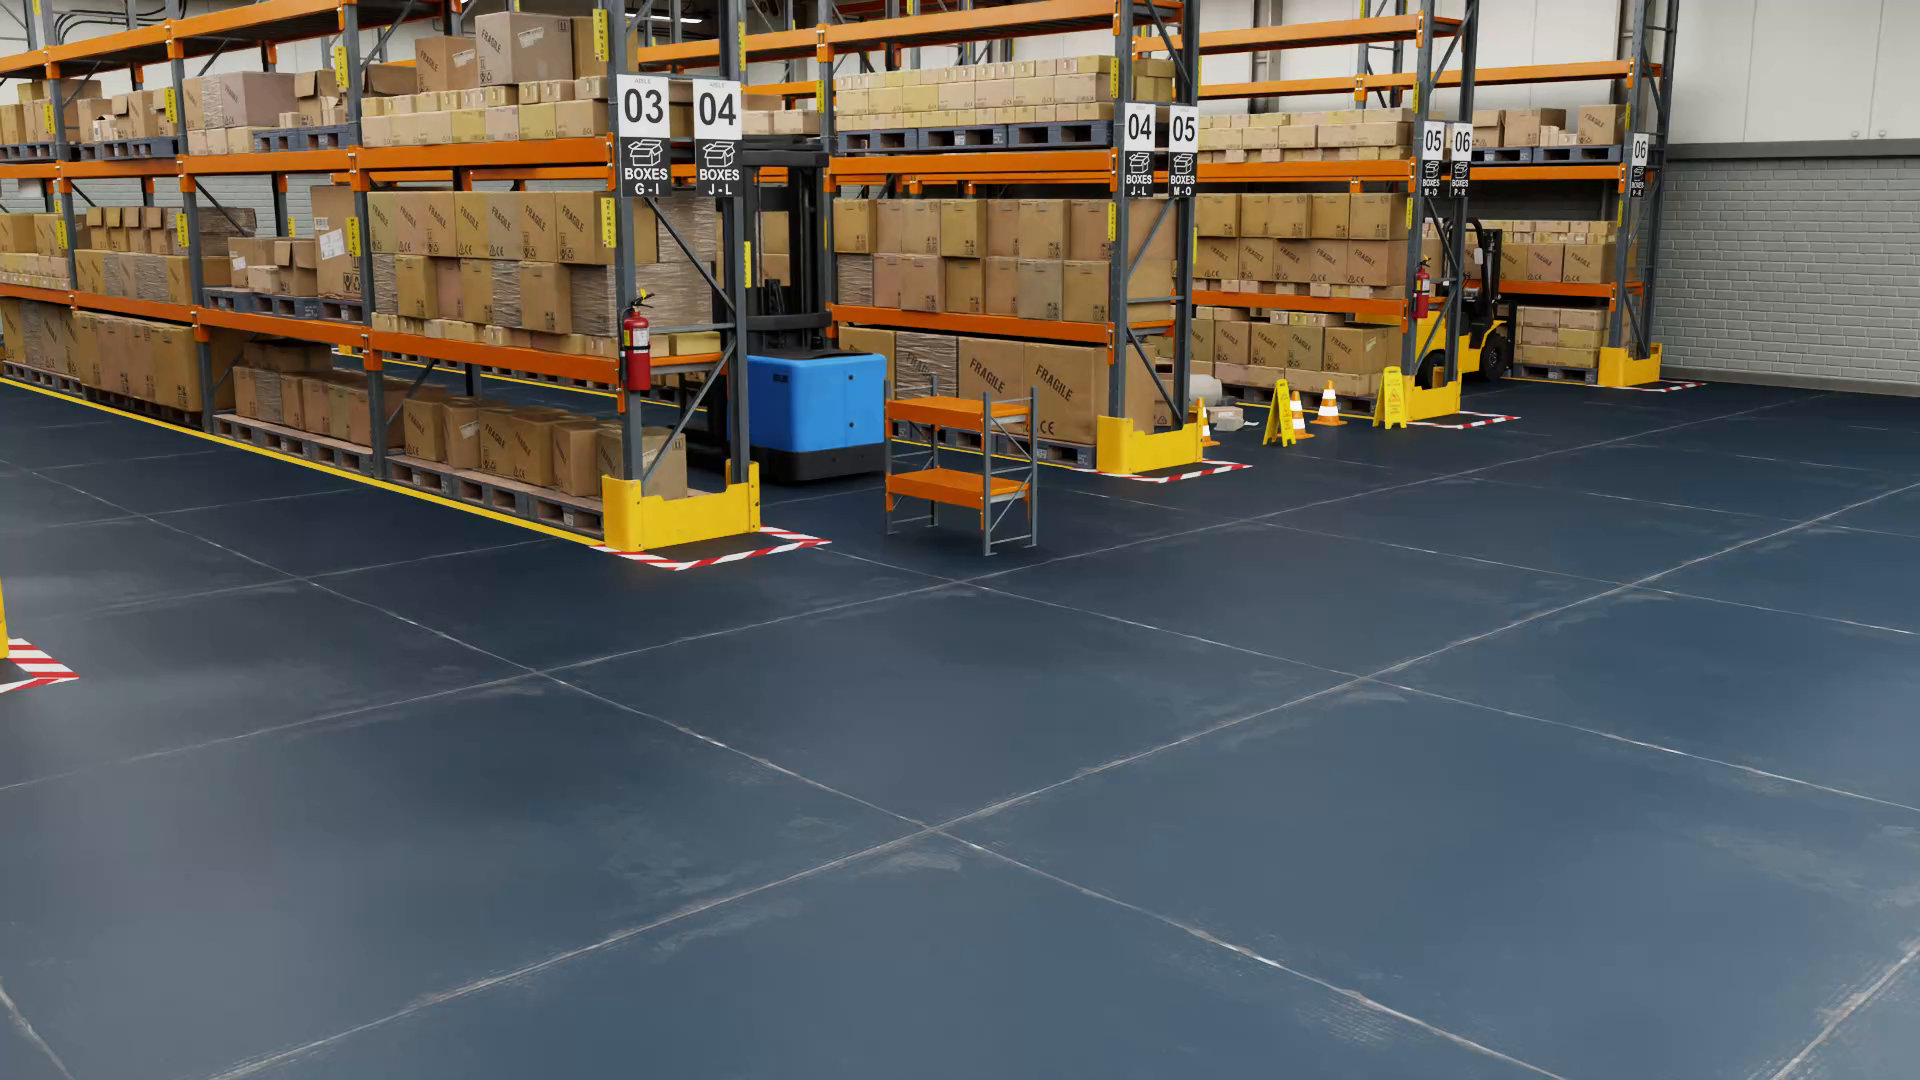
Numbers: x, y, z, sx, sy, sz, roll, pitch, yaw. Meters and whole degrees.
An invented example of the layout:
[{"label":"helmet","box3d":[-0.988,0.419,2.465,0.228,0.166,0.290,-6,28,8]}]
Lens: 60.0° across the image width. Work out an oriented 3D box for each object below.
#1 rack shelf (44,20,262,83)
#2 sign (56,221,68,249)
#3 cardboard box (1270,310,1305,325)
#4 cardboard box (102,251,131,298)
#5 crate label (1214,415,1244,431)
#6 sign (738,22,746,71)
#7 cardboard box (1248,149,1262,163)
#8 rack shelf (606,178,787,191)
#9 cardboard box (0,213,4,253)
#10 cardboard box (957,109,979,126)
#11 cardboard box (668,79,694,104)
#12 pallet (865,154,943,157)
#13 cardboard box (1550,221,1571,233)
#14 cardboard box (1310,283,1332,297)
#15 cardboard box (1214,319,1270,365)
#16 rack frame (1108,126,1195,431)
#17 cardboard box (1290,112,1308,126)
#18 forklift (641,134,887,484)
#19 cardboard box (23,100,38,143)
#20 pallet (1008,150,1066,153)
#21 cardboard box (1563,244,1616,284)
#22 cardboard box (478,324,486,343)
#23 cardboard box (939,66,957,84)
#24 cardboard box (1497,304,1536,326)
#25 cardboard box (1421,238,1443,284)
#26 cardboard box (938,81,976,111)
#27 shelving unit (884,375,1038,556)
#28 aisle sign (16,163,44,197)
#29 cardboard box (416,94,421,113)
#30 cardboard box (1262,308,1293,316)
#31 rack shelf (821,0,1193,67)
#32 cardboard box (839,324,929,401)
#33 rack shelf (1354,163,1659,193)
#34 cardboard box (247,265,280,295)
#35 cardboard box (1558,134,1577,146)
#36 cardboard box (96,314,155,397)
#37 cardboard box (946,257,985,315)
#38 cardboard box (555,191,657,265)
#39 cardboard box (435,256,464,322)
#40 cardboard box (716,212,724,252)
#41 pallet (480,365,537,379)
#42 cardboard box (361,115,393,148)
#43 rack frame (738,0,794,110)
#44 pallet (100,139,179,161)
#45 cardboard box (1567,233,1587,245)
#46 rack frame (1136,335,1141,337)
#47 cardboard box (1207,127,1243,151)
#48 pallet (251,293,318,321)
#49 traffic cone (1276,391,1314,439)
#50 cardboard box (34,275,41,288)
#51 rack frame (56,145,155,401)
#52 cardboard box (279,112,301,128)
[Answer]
[{"label":"rack shelf","box3d":[-8.840,-5.324,18.226,1.077,0.370,4.000,-11,16,-43]},{"label":"sign","box3d":[-10.622,-3.611,19.663,0.100,0.325,0.005,-11,16,-43]},{"label":"cardboard box","box3d":[3.837,-2.600,19.405,0.380,0.149,0.250,-10,15,-40]},{"label":"cardboard box","box3d":[-9.391,-3.026,18.920,0.500,0.500,0.500,11,16,44]},{"label":"crate label","box3d":[2.847,-1.238,17.582,0.298,0.136,0.250,3,12,16]},{"label":"sign","box3d":[-1.542,-3.447,11.611,0.100,0.325,0.005,-11,16,-43]},{"label":"cardboard box","box3d":[3.575,-4.480,19.412,0.380,0.149,0.250,-11,16,-42]},{"label":"rack shelf","box3d":[-4.435,-6.015,28.024,1.077,0.370,4.000,-11,16,-43]},{"label":"cardboard box","box3d":[-12.502,-4.068,22.001,0.500,0.500,0.500,11,16,44]},{"label":"cardboard box","box3d":[0.195,-3.976,15.675,0.380,0.149,0.250,-11,16,-42]},{"label":"cardboard box","box3d":[-1.957,-3.138,11.658,0.380,0.149,0.250,-11,16,-43]},{"label":"pallet","box3d":[-0.775,-5.486,24.141,1.213,0.211,1.003,-10,15,-40]},{"label":"cardboard box","box3d":[8.028,-4.149,22.024,0.380,0.149,0.250,-10,16,-41]},{"label":"cardboard box","box3d":[4.204,-2.852,18.945,0.380,0.149,0.250,-11,16,-42]},{"label":"cardboard box","box3d":[3.418,-2.389,19.990,0.500,0.500,0.500,-10,15,-40]},{"label":"rack frame","box3d":[1.723,-2.151,14.918,1.000,3.000,0.127,-11,16,-43]},{"label":"cardboard box","box3d":[3.983,-4.801,18.992,0.250,0.149,0.380,11,16,44]},{"label":"forklift","box3d":[-1.976,-2.151,15.090,1.130,2.935,3.031,-10,15,-41]},{"label":"cardboard box","box3d":[-11.173,-5.183,20.667,0.700,0.500,0.500,-10,15,-40]},{"label":"pallet","box3d":[1.403,-5.072,22.129,1.213,0.211,1.003,-11,16,-43]},{"label":"cardboard box","box3d":[8.291,-3.632,21.858,0.500,0.500,0.500,-11,16,-44]},{"label":"cardboard box","box3d":[-3.515,-1.615,12.938,0.380,0.149,0.250,-11,16,-43]},{"label":"cardboard box","box3d":[0.017,-4.403,15.775,0.380,0.149,0.250,-11,16,-43]},{"label":"cardboard box","box3d":[7.564,-3.066,22.655,0.500,0.250,0.500,-11,16,-42]},{"label":"cardboard box","box3d":[5.107,-3.158,18.820,0.500,0.500,0.500,-11,16,-43]},{"label":"cardboard box","box3d":[0.144,-4.200,15.774,0.500,0.250,0.500,-11,16,-42]},{"label":"shelving unit","box3d":[-0.005,-0.552,11.803,0.538,1.125,1.048,-11,16,-43]},{"label":"aisle sign","box3d":[-12.816,-5.135,22.960,0.394,0.787,0.004,-11,16,-43]},{"label":"cardboard box","box3d":[-4.089,-3.457,13.207,0.380,0.149,0.250,-10,15,-41]},{"label":"cardboard box","box3d":[5.159,-3.363,25.645,0.875,0.625,0.625,-11,16,-43]},{"label":"rack shelf","box3d":[0.342,-4.833,15.842,1.077,0.370,4.000,-11,16,-43]},{"label":"cardboard box","box3d":[-0.656,-1.798,17.430,0.875,0.875,0.875,-11,16,-42]},{"label":"rack shelf","box3d":[7.439,-4.956,22.884,1.077,0.370,4.000,-11,16,-43]},{"label":"cardboard box","box3d":[-6.468,-2.498,15.931,0.500,0.250,0.500,11,16,44]},{"label":"cardboard box","box3d":[8.029,-5.227,21.749,0.250,0.149,0.380,11,16,44]},{"label":"cardboard box","box3d":[-9.147,-2.170,19.235,0.875,0.875,1.225,11,16,43]},{"label":"cardboard box","box3d":[0.346,-2.520,16.339,0.875,0.550,0.500,-11,16,-43]},{"label":"cardboard box","box3d":[-2.493,-2.205,11.716,0.500,0.500,0.500,-11,16,-43]},{"label":"cardboard box","box3d":[-3.693,-2.042,13.403,0.875,0.500,0.500,-11,16,-43]},{"label":"cardboard box","box3d":[-2.440,-3.567,19.068,0.700,0.500,0.500,-11,16,-43]},{"label":"pallet","box3d":[-6.025,-2.423,23.149,1.003,0.211,1.213,-11,16,-43]},{"label":"cardboard box","box3d":[-4.571,-3.353,13.688,0.500,0.250,0.500,11,16,43]},{"label":"rack frame","box3d":[-3.054,-7.545,26.232,1.000,3.000,0.127,-11,16,-43]},{"label":"pallet","box3d":[-8.716,-4.268,18.228,1.003,0.211,1.213,-10,15,-40]},{"label":"cardboard box","box3d":[8.181,-3.959,21.839,0.380,0.149,0.250,-11,16,-42]},{"label":"rack frame","box3d":[3.296,-4.715,27.364,1.000,3.000,0.127,-11,16,-43]},{"label":"cardboard box","box3d":[3.276,-4.729,19.634,0.500,0.250,0.500,-11,16,-42]},{"label":"pallet","box3d":[-6.062,-2.265,15.946,1.003,0.211,1.213,-11,16,-43]},{"label":"traffic cone","box3d":[3.435,-1.292,17.034,0.336,0.463,0.334,-11,16,-43]},{"label":"cardboard box","box3d":[-11.380,-3.252,20.883,0.380,0.149,0.250,-11,16,-42]},{"label":"rack frame","box3d":[-10.221,-3.226,20.135,1.000,3.000,0.127,-11,16,-43]},{"label":"cardboard box","box3d":[-6.064,-3.878,15.407,0.250,0.166,0.380,11,16,44]}]
